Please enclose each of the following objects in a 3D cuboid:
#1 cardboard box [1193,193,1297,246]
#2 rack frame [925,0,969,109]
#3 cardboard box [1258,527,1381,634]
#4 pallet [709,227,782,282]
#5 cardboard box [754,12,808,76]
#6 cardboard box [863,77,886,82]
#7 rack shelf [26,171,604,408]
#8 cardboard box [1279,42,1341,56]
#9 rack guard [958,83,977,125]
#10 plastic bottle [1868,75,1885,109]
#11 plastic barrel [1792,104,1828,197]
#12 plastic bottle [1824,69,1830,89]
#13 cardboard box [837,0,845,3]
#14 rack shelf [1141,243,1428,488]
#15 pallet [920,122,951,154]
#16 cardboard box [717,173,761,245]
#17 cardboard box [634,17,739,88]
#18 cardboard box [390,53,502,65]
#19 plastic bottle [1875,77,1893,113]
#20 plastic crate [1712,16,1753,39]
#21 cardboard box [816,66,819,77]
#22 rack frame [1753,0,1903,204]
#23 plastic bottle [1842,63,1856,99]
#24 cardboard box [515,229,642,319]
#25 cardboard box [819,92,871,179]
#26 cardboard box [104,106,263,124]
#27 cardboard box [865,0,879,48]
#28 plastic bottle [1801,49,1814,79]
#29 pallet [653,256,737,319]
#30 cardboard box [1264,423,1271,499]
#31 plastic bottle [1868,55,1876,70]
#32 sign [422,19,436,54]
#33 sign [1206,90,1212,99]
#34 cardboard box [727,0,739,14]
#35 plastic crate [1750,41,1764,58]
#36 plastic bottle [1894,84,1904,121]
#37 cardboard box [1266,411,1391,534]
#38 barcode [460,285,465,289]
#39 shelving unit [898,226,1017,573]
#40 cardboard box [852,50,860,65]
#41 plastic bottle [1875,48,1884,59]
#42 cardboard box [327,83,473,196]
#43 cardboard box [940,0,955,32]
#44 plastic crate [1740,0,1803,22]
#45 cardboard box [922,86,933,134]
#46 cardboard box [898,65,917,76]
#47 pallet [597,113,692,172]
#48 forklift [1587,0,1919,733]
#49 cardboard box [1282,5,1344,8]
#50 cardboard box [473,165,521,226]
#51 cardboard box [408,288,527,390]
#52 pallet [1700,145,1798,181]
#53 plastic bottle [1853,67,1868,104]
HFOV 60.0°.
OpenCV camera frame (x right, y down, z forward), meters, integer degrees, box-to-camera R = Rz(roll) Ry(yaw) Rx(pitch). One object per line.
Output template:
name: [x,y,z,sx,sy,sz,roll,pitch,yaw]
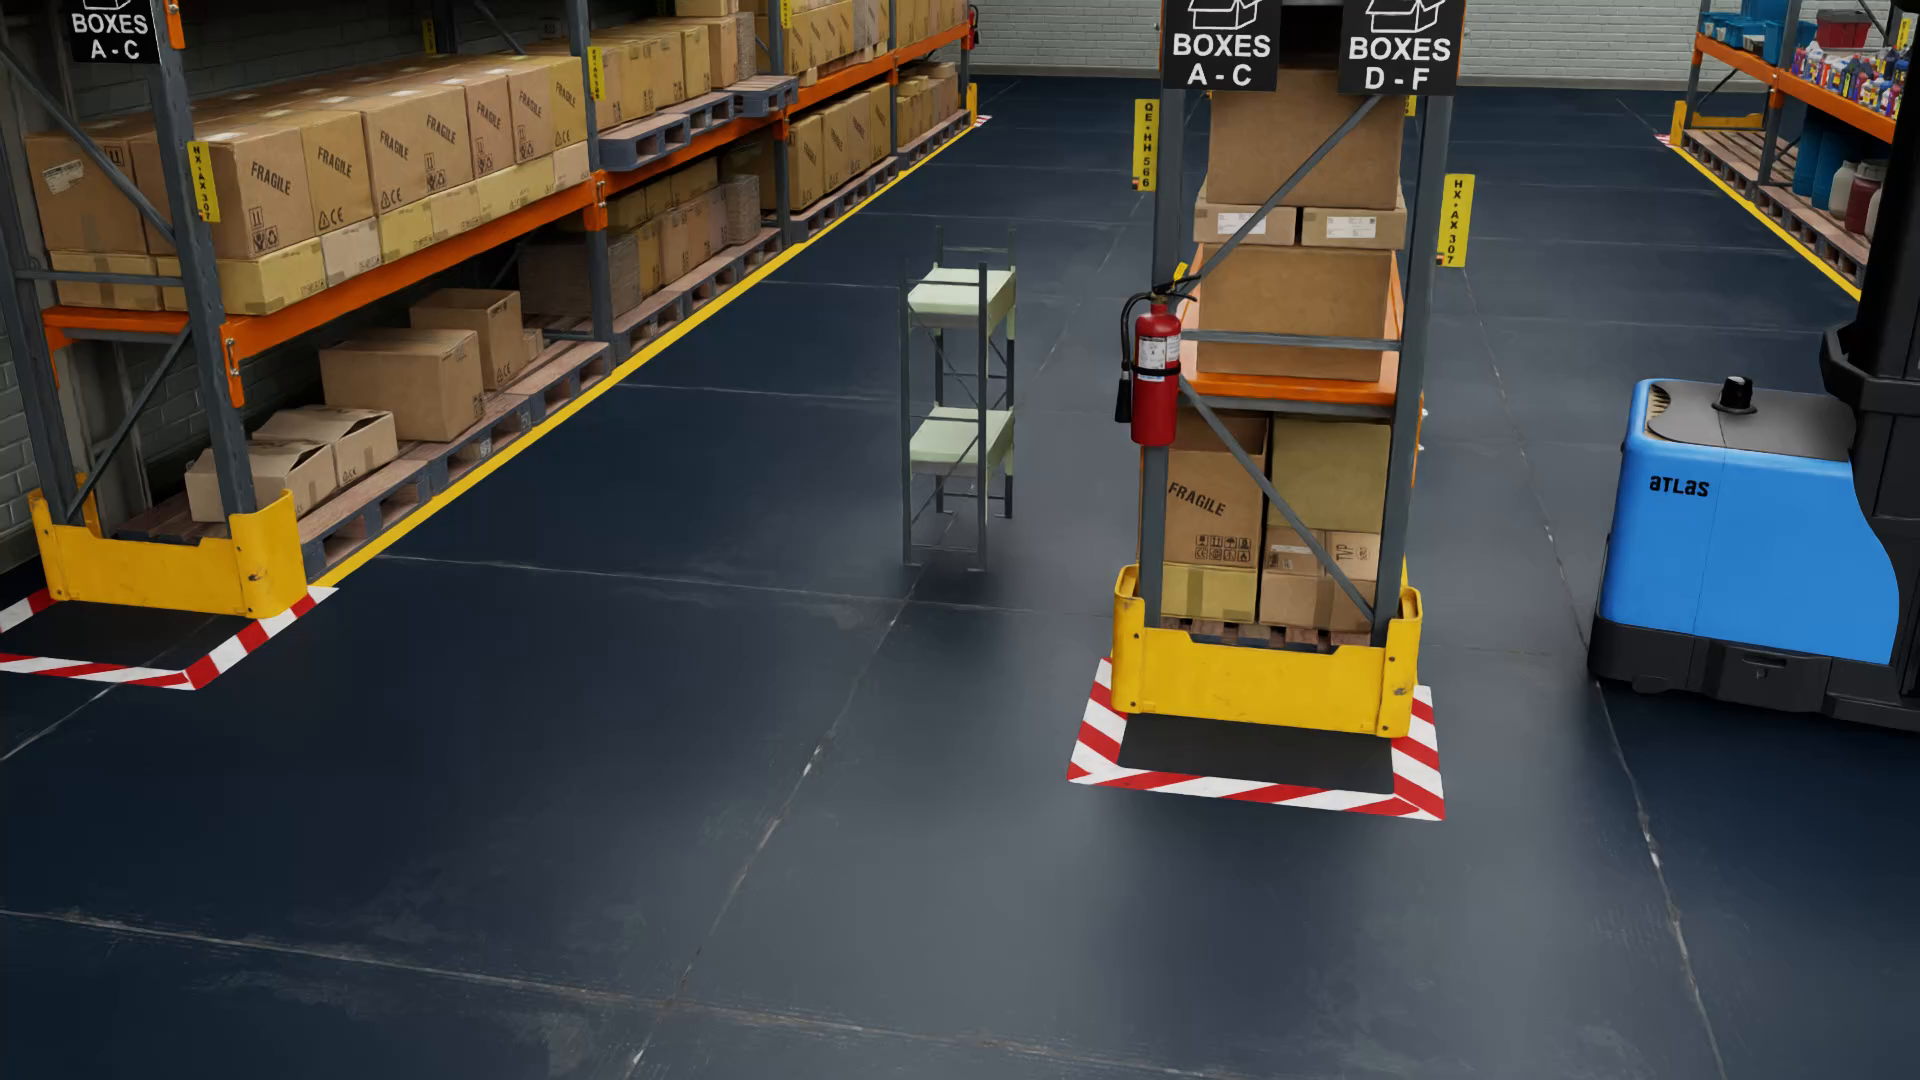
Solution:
cardboard box: [1.099,-1.237,6.407,0.380,0.149,0.250,4,22,10]
rack frame: [-0.378,-6.963,21.627,1.000,3.000,0.127,4,22,11]
cardboard box: [1.535,0.166,7.044,0.500,0.250,0.500,4,22,11]
pallet: [-2.171,-2.458,14.174,1.003,0.211,1.213,4,22,11]
cardboard box: [-1.661,-4.389,14.677,0.500,0.500,0.500,5,22,13]
cardboard box: [-1.006,-5.353,19.546,0.380,0.149,0.250,4,22,9]
rack shelf: [-3.235,-1.509,9.049,1.077,0.370,4.000,4,22,11]
cardboard box: [1.428,-1.765,6.851,0.700,0.500,0.500,4,22,10]
rack guard: [-0.373,-5.812,22.116,1.175,0.500,0.348,4,22,11]
plastic bottle: [7.521,-3.670,13.624,0.097,0.271,0.097,0,22,0]
plastic barrel: [8.377,-3.769,15.943,0.600,0.901,0.708,4,22,11]
plastic bottle: [7.798,-4.134,14.868,0.097,0.201,0.097,0,22,0]
cardboard box: [-1.360,-5.292,15.916,0.500,0.250,0.500,4,22,10]
rack shelf: [1.616,-1.133,8.114,1.077,0.370,4.000,4,22,11]
pallet: [-0.716,-4.926,20.303,1.003,0.211,1.213,4,22,11]
cardboard box: [-2.106,-2.815,14.084,0.700,0.500,0.500,5,22,12]
cardboard box: [-2.184,-3.909,13.321,0.700,0.500,0.500,2,22,6]
cardboard box: [-3.127,-2.706,10.227,0.500,0.500,0.500,4,22,10]
plastic bottle: [7.481,-3.599,13.447,0.097,0.271,0.097,0,22,0]
plastic crate: [8.814,-5.852,19.013,0.416,0.233,0.300,4,22,11]
cardboard box: [-1.544,-4.412,15.603,0.380,0.149,0.250,5,22,12]
rack frame: [8.504,-4.745,16.120,1.000,3.000,0.127,4,22,11]
plastic bottle: [7.651,-3.943,14.284,0.061,0.283,0.133,4,22,11]
cardboard box: [-2.693,-1.889,11.787,0.700,0.500,0.500,5,23,13]
cardboard box: [-1.378,-4.125,16.896,0.750,0.750,0.750,5,23,13]
cardboard box: [-3.642,-1.771,7.906,0.500,0.500,0.500,5,22,12]
cardboard box: [-1.136,-5.318,16.985,0.500,0.500,0.500,5,22,11]
plastic bottle: [7.959,-4.456,15.574,0.097,0.271,0.097,0,22,0]
pallet: [-2.422,-2.013,13.070,1.003,0.211,1.213,4,22,11]
cardboard box: [1.322,-0.423,8.506,0.500,0.250,0.500,4,22,11]
plastic bottle: [8.615,-4.487,15.745,0.097,0.201,0.097,0,22,0]
sign: [-3.371,-3.152,10.616,0.100,0.325,0.005,4,22,11]
sign: [1.490,-2.736,9.689,0.100,0.325,0.005,4,22,11]
cardboard box: [-2.051,-4.460,13.822,0.380,0.149,0.250,2,22,4]
plastic crate: [8.470,-5.075,17.227,0.437,0.125,0.590,4,22,11]
plastic bottle: [7.353,-3.408,12.957,0.061,0.283,0.133,4,22,11]
cardboard box: [1.635,-0.365,7.358,0.500,0.500,0.500,4,22,11]
barcode: [-3.172,-1.588,10.611,0.001,0.075,0.075,4,22,11]
shelving unit: [-0.001,-0.693,8.067,0.431,1.500,0.755,4,22,11]
cardboard box: [-1.223,-4.877,16.757,0.380,0.149,0.250,4,22,11]
plastic bottle: [8.740,-4.519,15.724,0.152,0.276,0.135,4,22,11]
cardboard box: [-2.935,-2.109,8.745,0.500,0.500,0.500,5,23,13]
cardboard box: [-0.610,-6.648,20.444,0.980,0.700,0.700,4,22,10]
plastic crate: [9.435,-6.115,19.395,0.616,0.435,0.499,4,22,11]
cardboard box: [-0.729,-5.172,19.965,0.700,0.500,0.500,5,22,12]
cardboard box: [-0.747,-5.820,20.704,0.380,0.149,0.250,5,22,11]
pallet: [-2.528,-2.754,11.433,1.003,0.211,1.213,4,22,11]
forklift: [4.154,-0.704,6.178,3.031,2.935,1.130,9,24,21]
cardboard box: [1.939,-2.683,9.131,0.700,0.500,0.500,5,22,11]
cardboard box: [-2.824,-1.951,9.357,0.500,0.250,0.500,4,22,11]
cardboard box: [-2.999,-1.236,10.165,0.500,0.500,0.500,3,22,7]
pallet: [8.863,-4.171,18.427,1.003,0.211,1.213,4,22,11]
plastic bottle: [7.586,-3.826,13.995,0.061,0.283,0.133,4,22,11]
